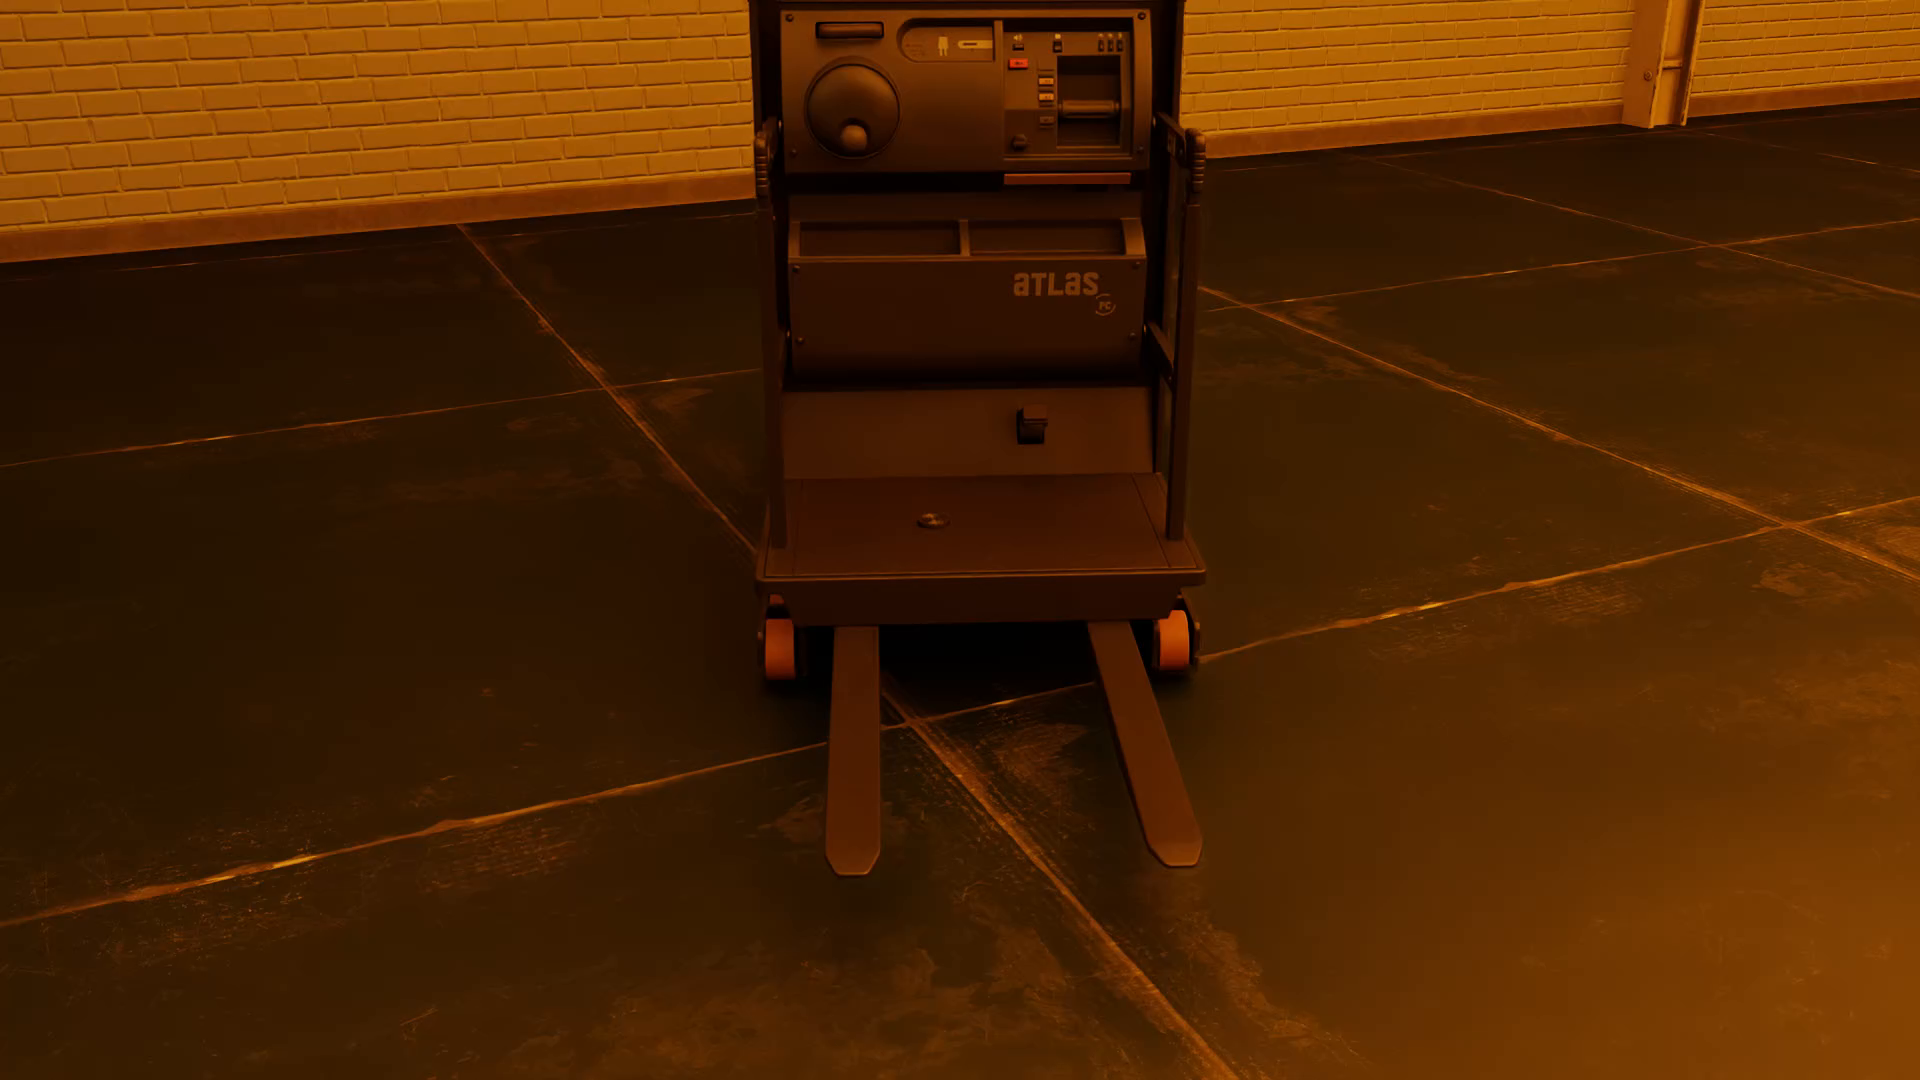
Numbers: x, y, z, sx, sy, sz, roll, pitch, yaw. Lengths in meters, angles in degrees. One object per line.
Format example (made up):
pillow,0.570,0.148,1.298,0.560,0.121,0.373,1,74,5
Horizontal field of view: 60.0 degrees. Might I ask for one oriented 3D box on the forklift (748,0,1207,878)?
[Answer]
forklift,0.030,-1.120,3.982,1.130,2.935,3.031,-1,23,-3
